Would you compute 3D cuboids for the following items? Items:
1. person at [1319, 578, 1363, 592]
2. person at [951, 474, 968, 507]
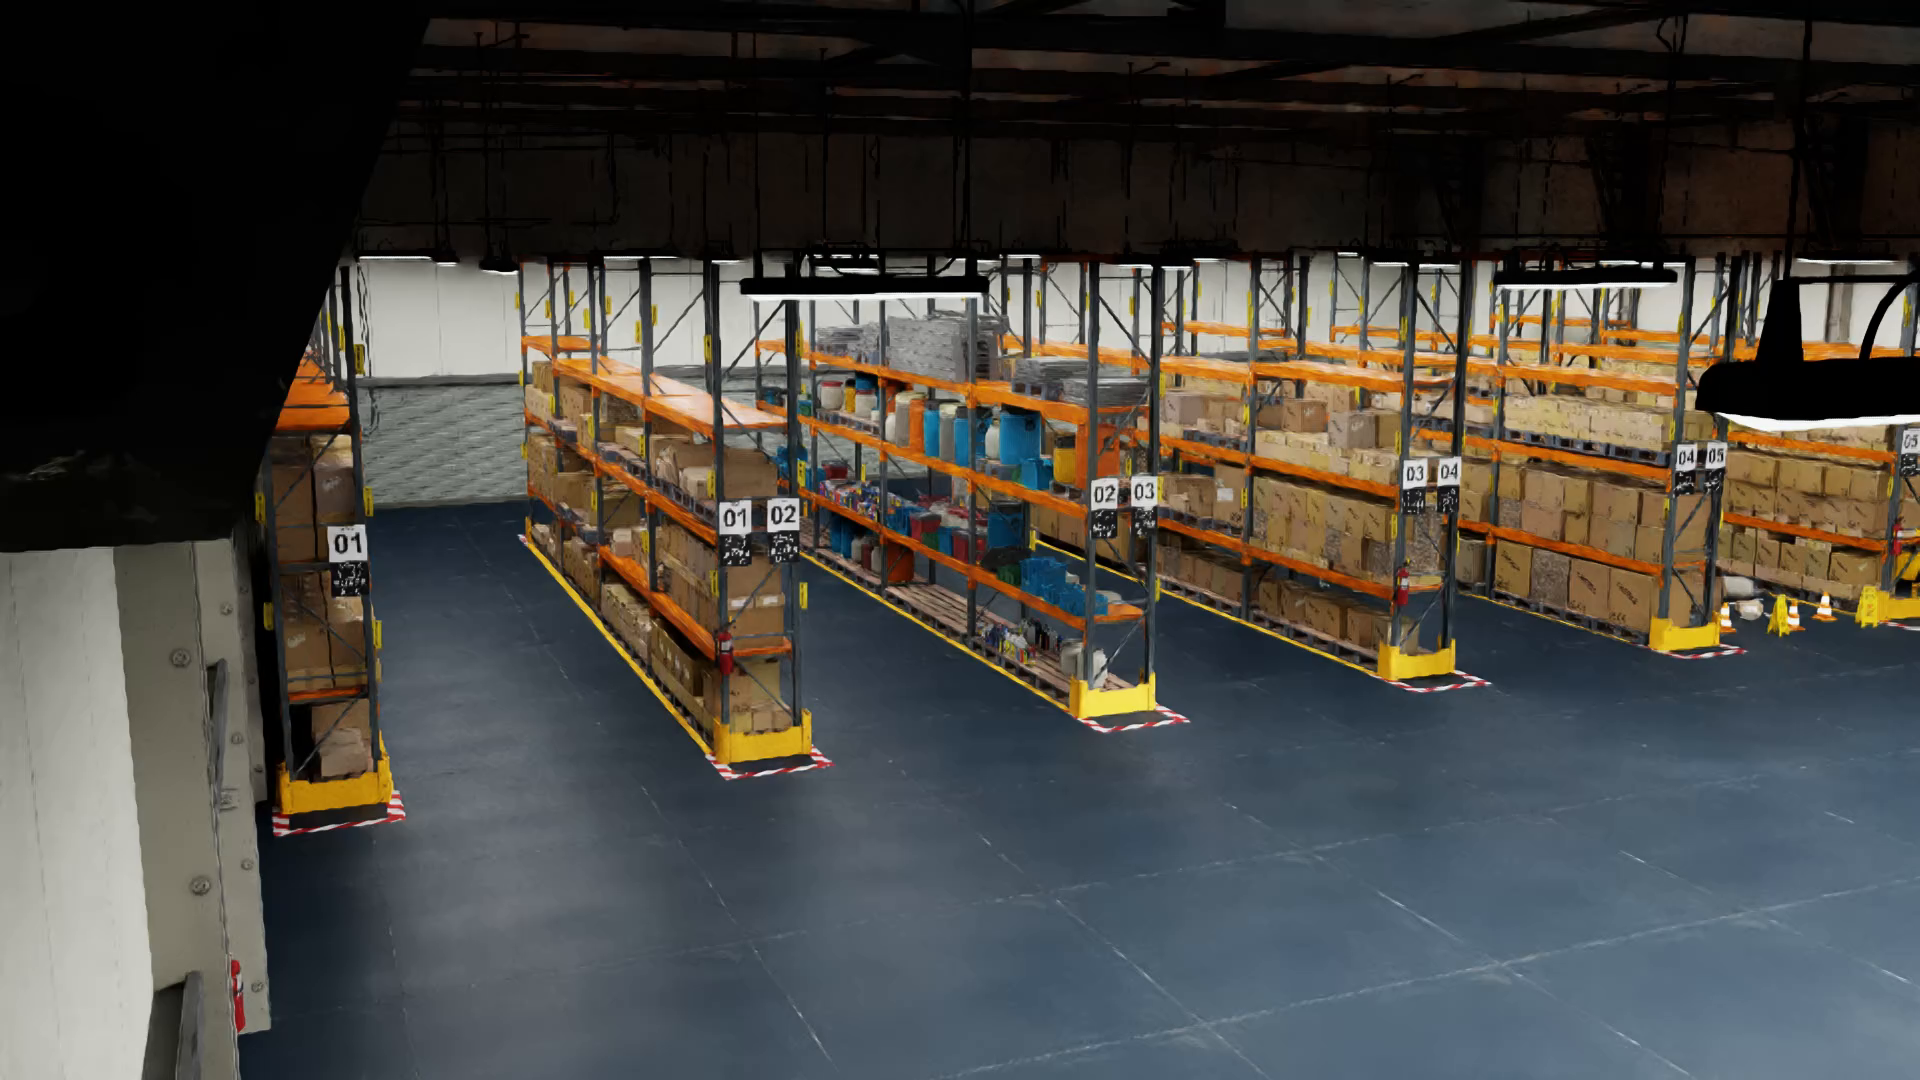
[{"bbox_3d":[6.860,0.154,29.862,0.411,1.533,0.957,-6,12,-30],"label":"person"},{"bbox_3d":[0.012,-1.030,36.206,0.446,1.571,1.110,-4,11,-20],"label":"person"}]
